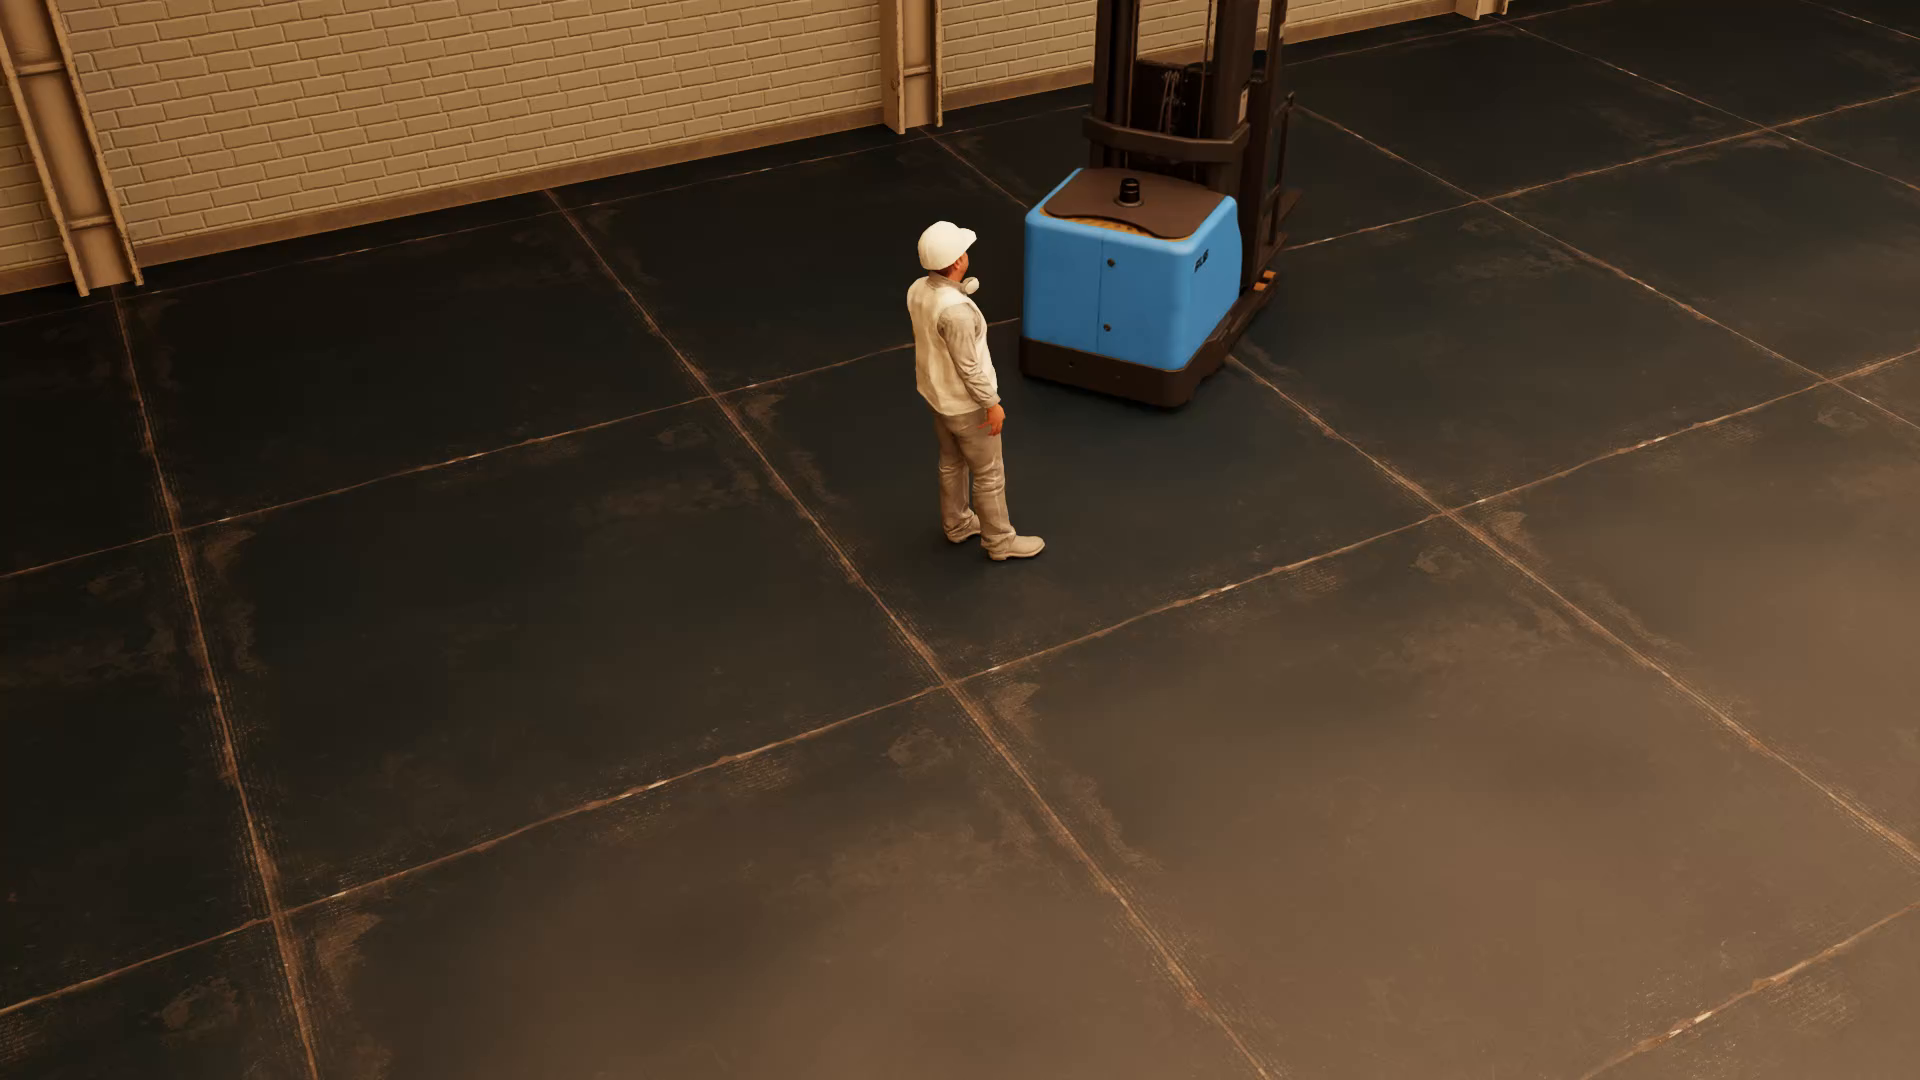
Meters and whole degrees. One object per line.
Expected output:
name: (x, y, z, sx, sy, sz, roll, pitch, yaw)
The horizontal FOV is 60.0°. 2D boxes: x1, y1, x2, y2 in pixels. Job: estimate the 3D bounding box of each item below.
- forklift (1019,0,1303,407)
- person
forklift: (1.457, -2.801, 10.086, 1.130, 2.935, 3.031, 16, 38, 21)
person: (0.059, -0.743, 8.164, 0.568, 1.773, 0.632, -17, 39, -23)
